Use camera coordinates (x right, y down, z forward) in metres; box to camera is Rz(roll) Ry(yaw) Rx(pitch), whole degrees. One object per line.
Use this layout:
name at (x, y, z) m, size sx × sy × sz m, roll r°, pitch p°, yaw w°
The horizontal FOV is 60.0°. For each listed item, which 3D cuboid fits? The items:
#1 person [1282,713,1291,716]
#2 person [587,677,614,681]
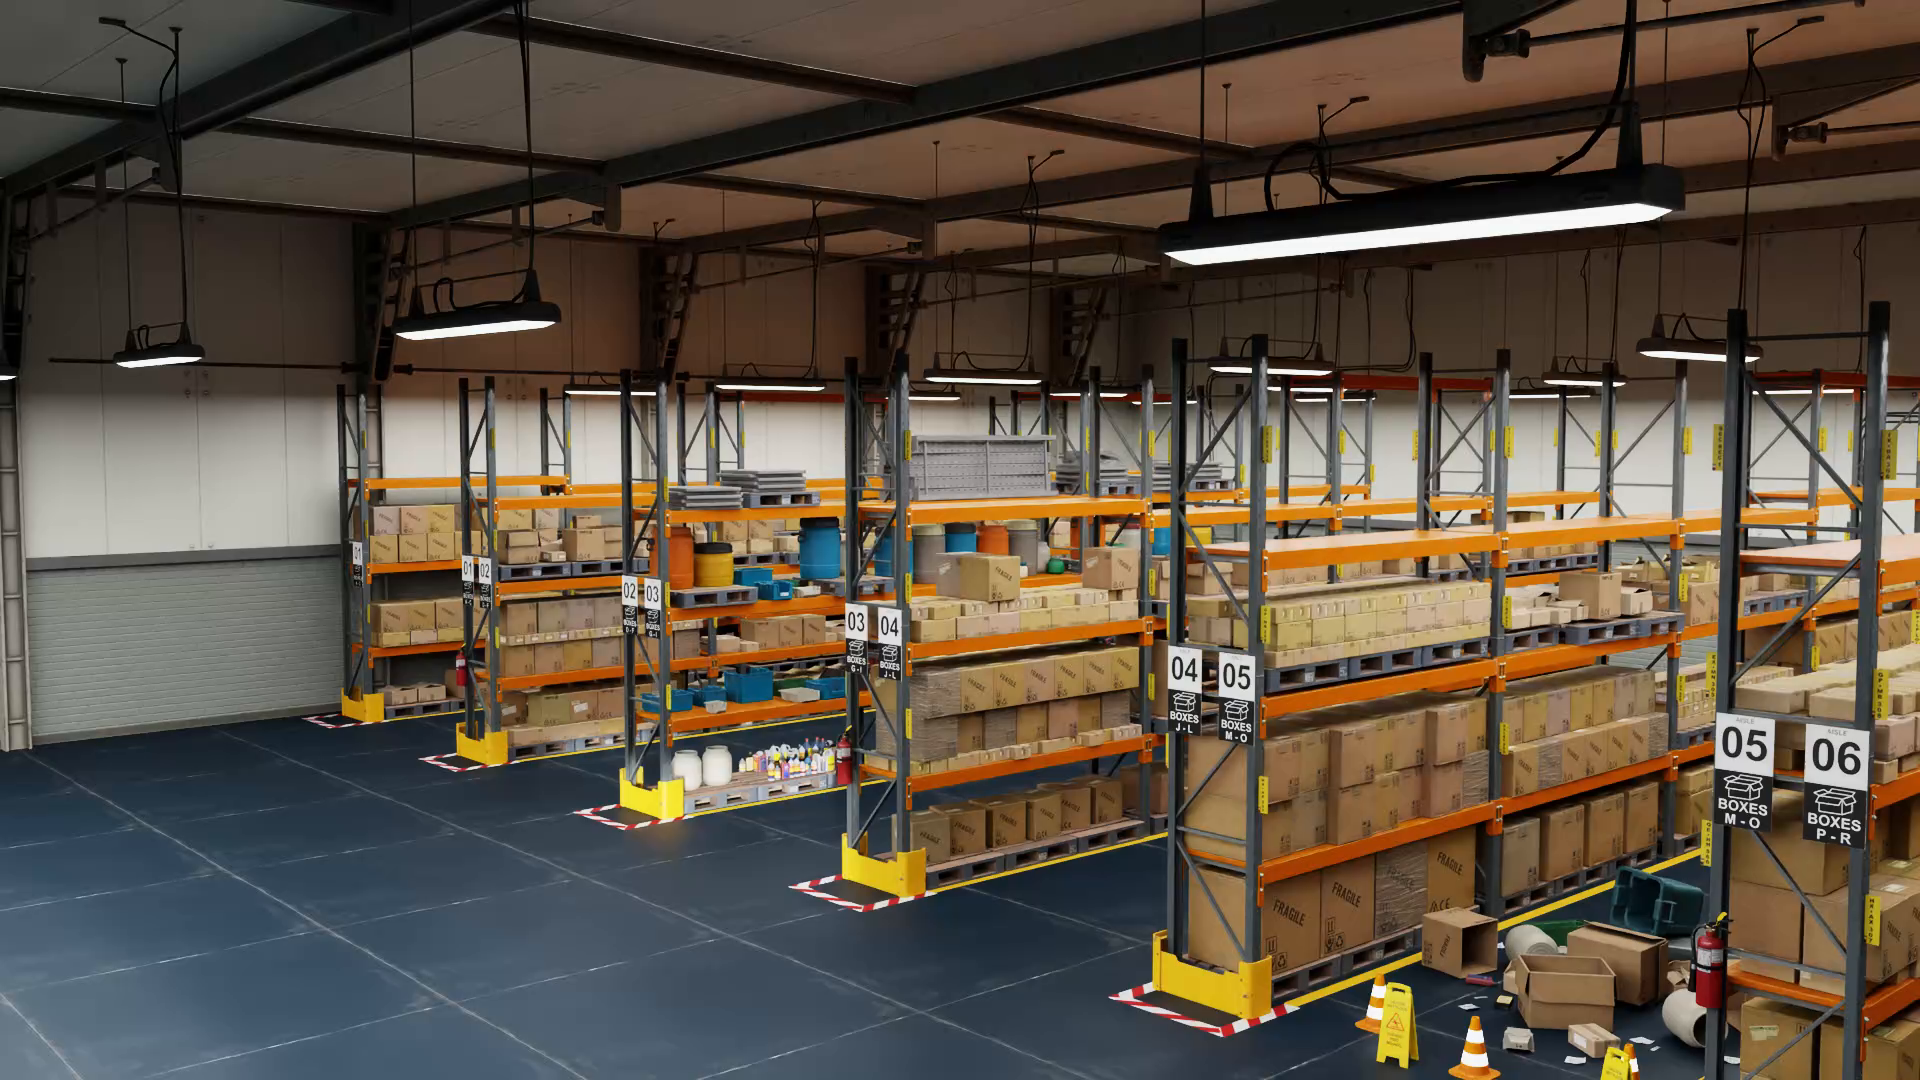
person at (4.176, 2.947, 21.387) m, size 0.458 × 1.657 × 0.564 m, roll -1°, pitch 4°, yaw -18°
person at (-6.280, 2.376, 29.336) m, size 0.668 × 1.830 × 0.411 m, roll -3°, pitch 5°, yaw -35°
